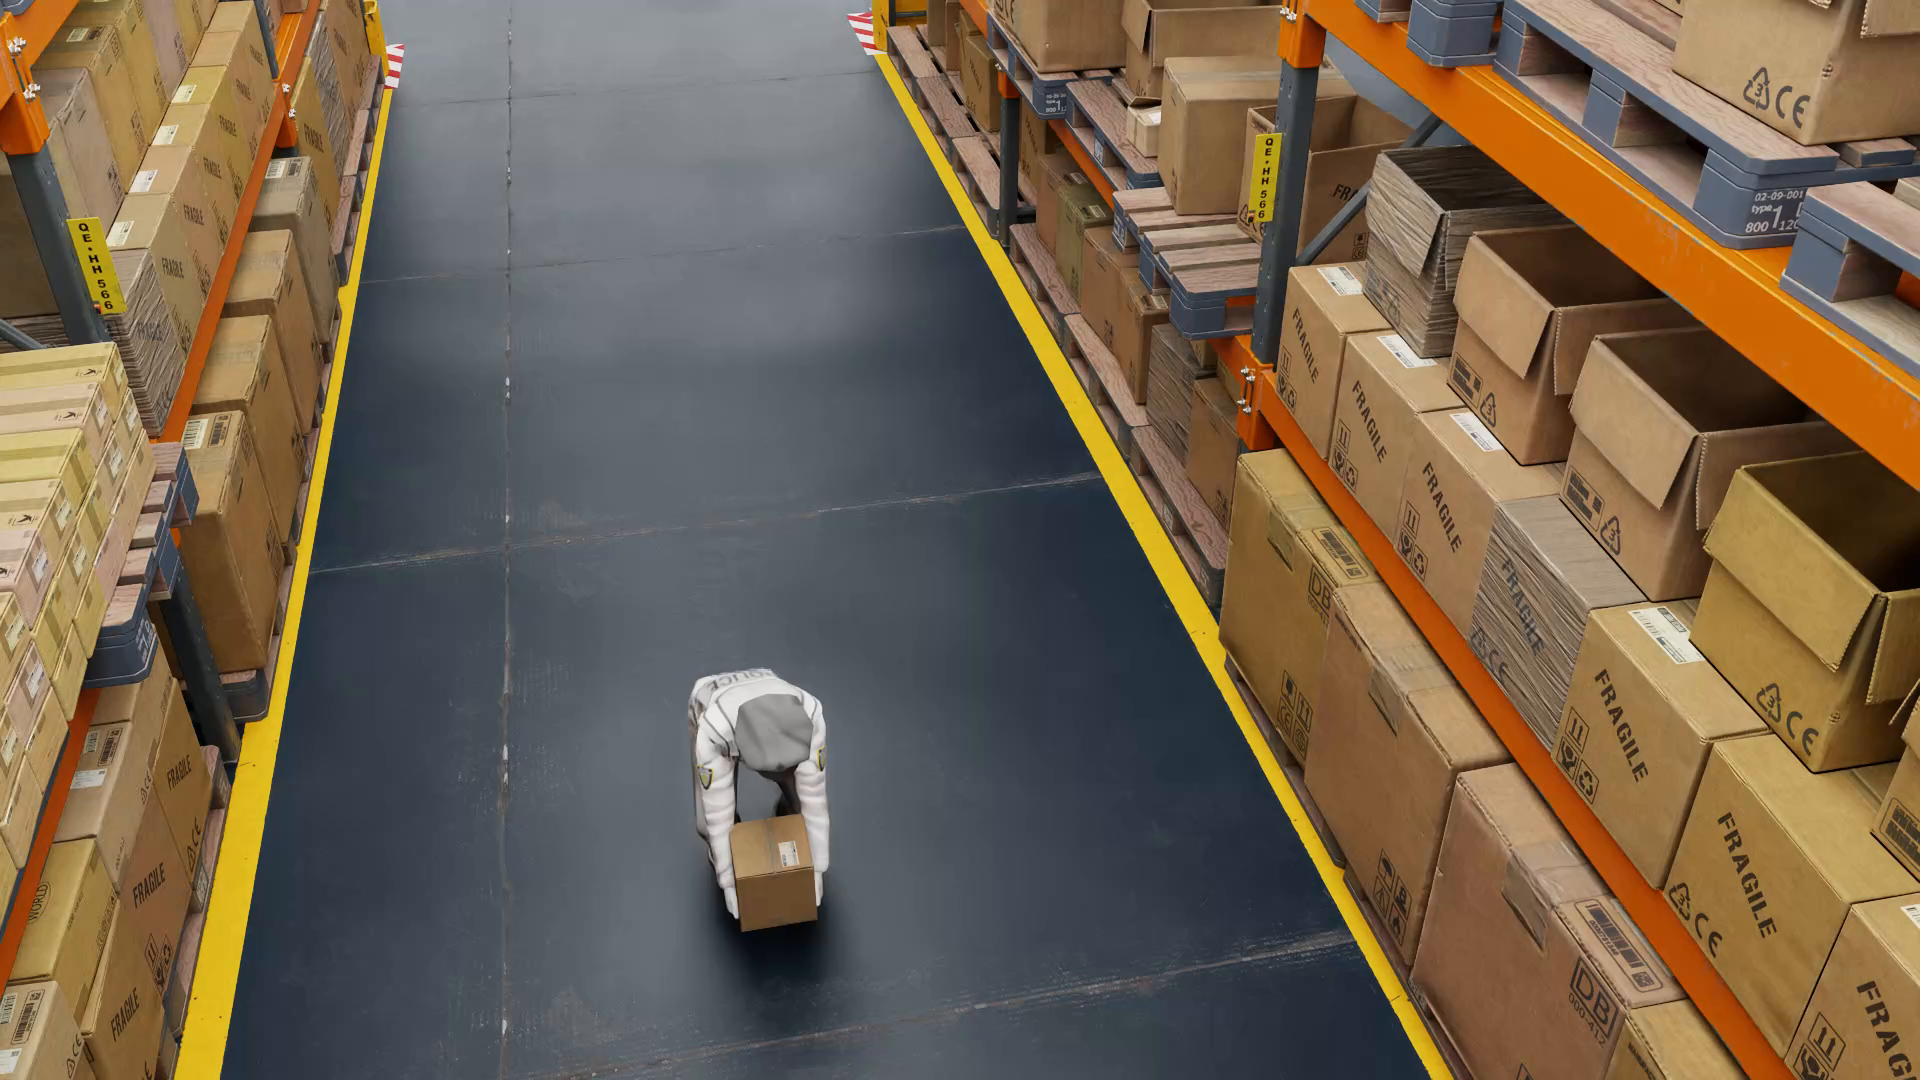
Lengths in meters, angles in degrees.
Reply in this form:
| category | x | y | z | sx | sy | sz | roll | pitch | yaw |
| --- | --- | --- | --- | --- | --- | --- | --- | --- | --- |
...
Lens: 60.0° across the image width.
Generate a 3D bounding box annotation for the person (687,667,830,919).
| category | x | y | z | sx | sy | sz | roll | pitch | yaw |
| --- | --- | --- | --- | --- | --- | --- | --- | --- | --- |
| person | -0.686 | 0.774 | 5.635 | 0.459 | 0.979 | 0.857 | -8 | 35 | -12 |
